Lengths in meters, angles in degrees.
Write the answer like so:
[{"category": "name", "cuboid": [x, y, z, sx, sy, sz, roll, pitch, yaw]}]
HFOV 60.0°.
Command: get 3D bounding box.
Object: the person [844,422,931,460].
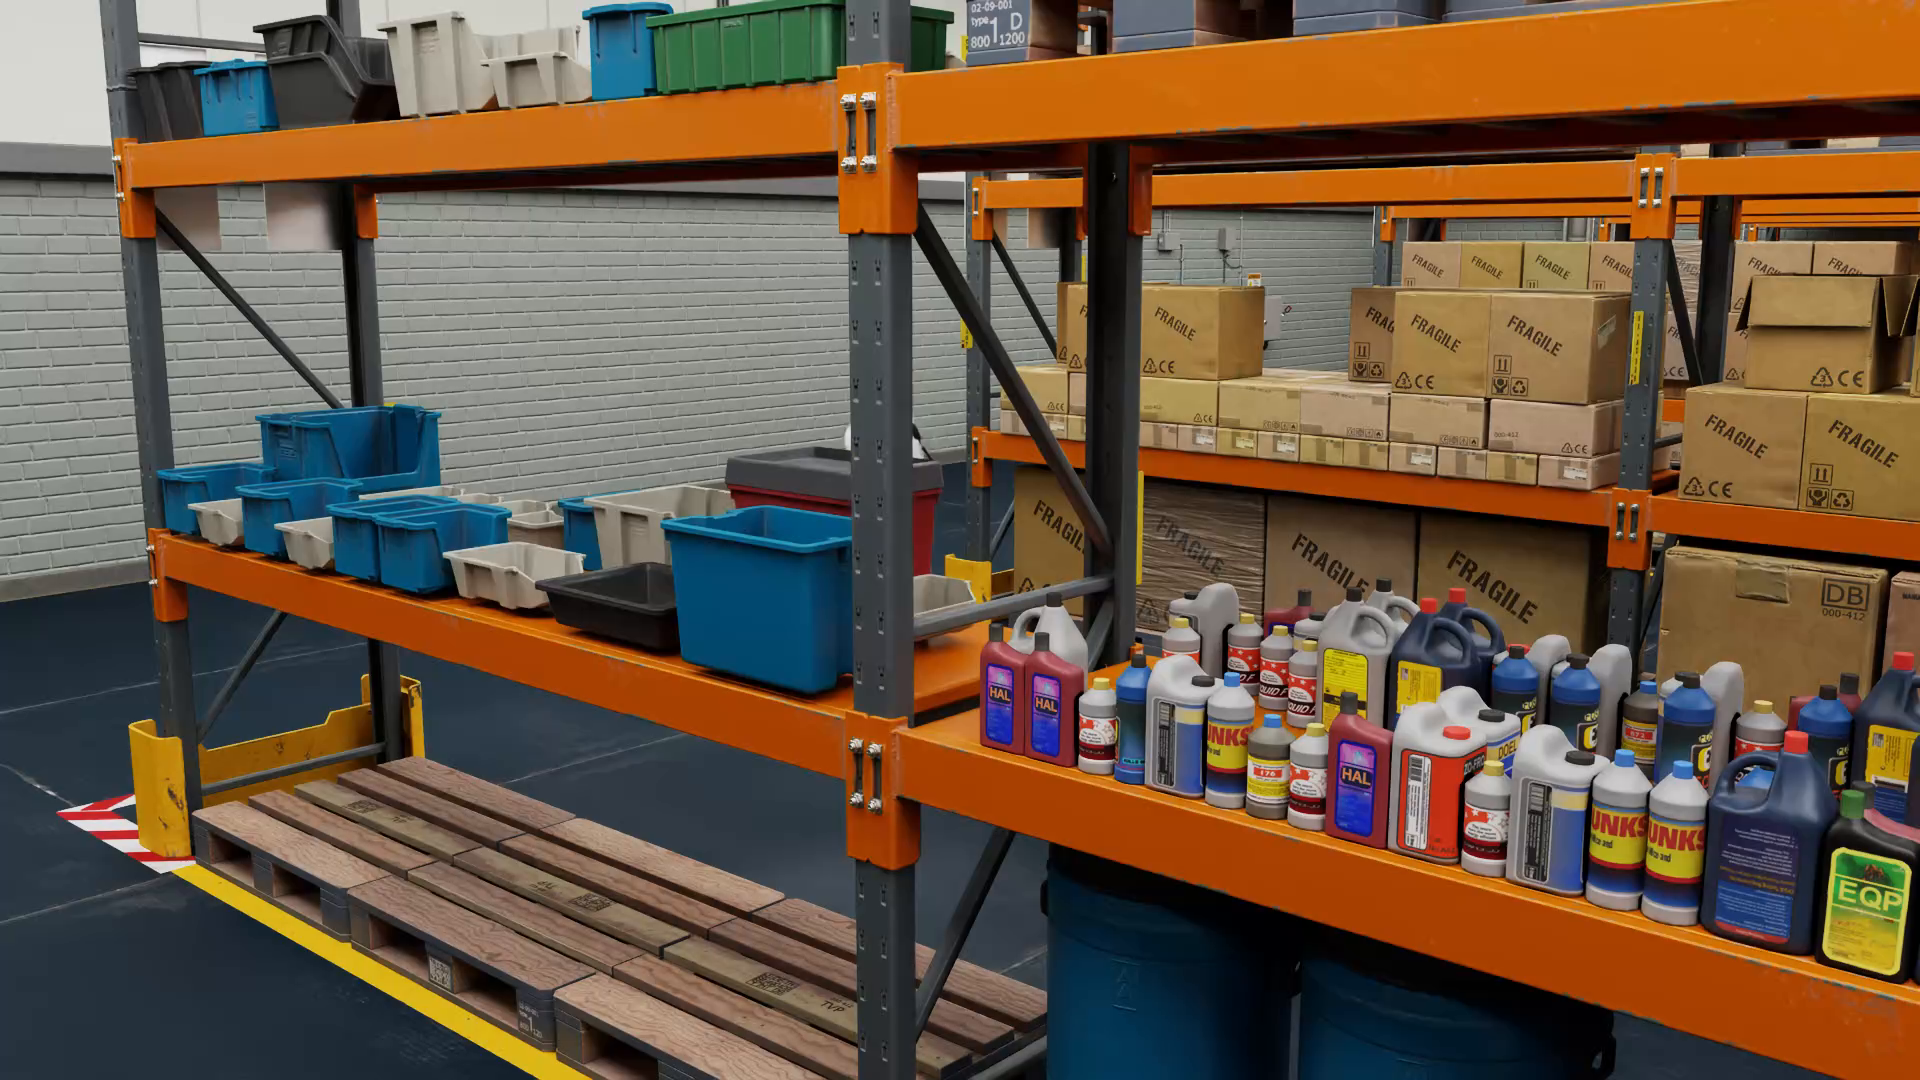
[{"category": "person", "cuboid": [-0.416, -0.122, 9.419, 0.411, 1.775, 0.583, 9, 13, 40]}]
